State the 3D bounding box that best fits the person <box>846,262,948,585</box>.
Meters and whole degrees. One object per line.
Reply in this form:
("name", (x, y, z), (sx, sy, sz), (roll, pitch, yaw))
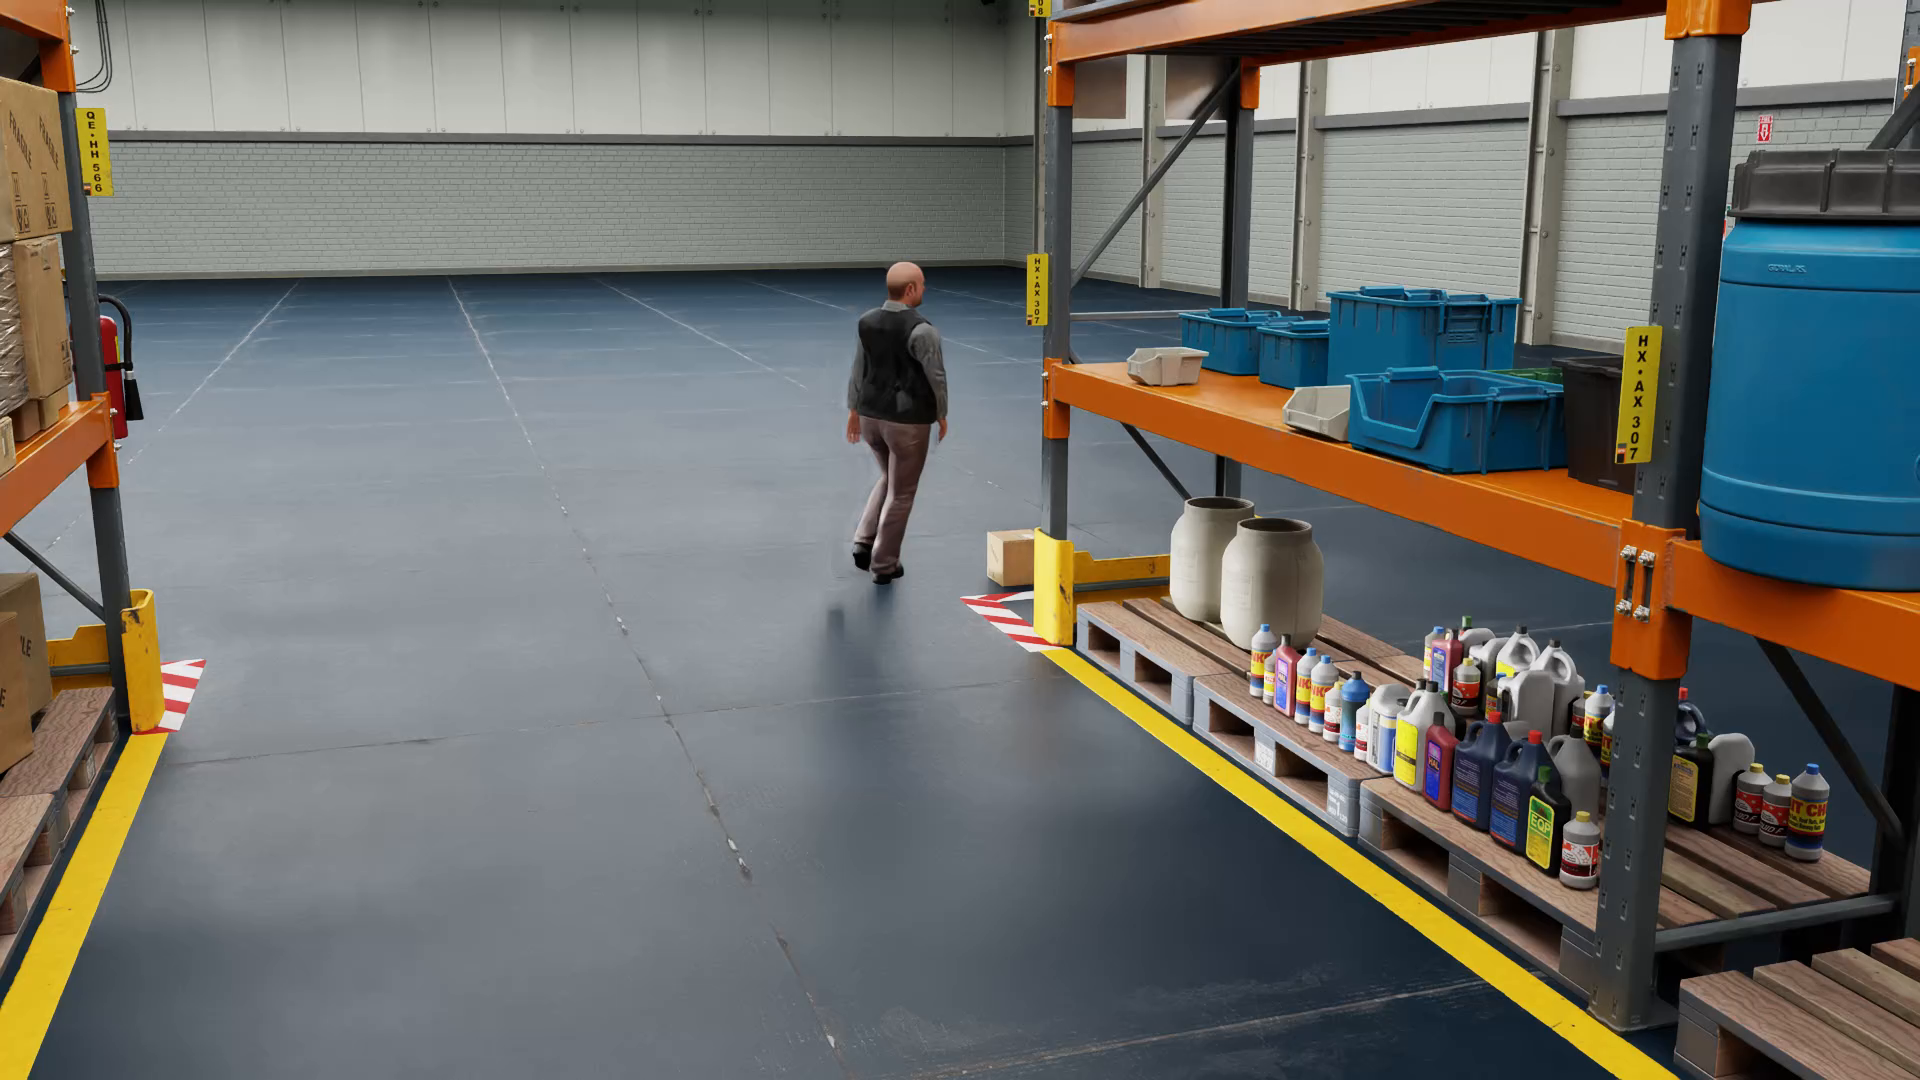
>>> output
("person", (-0.325, -0.617, 8.831), (0.639, 1.712, 0.452), (9, 15, 37))
